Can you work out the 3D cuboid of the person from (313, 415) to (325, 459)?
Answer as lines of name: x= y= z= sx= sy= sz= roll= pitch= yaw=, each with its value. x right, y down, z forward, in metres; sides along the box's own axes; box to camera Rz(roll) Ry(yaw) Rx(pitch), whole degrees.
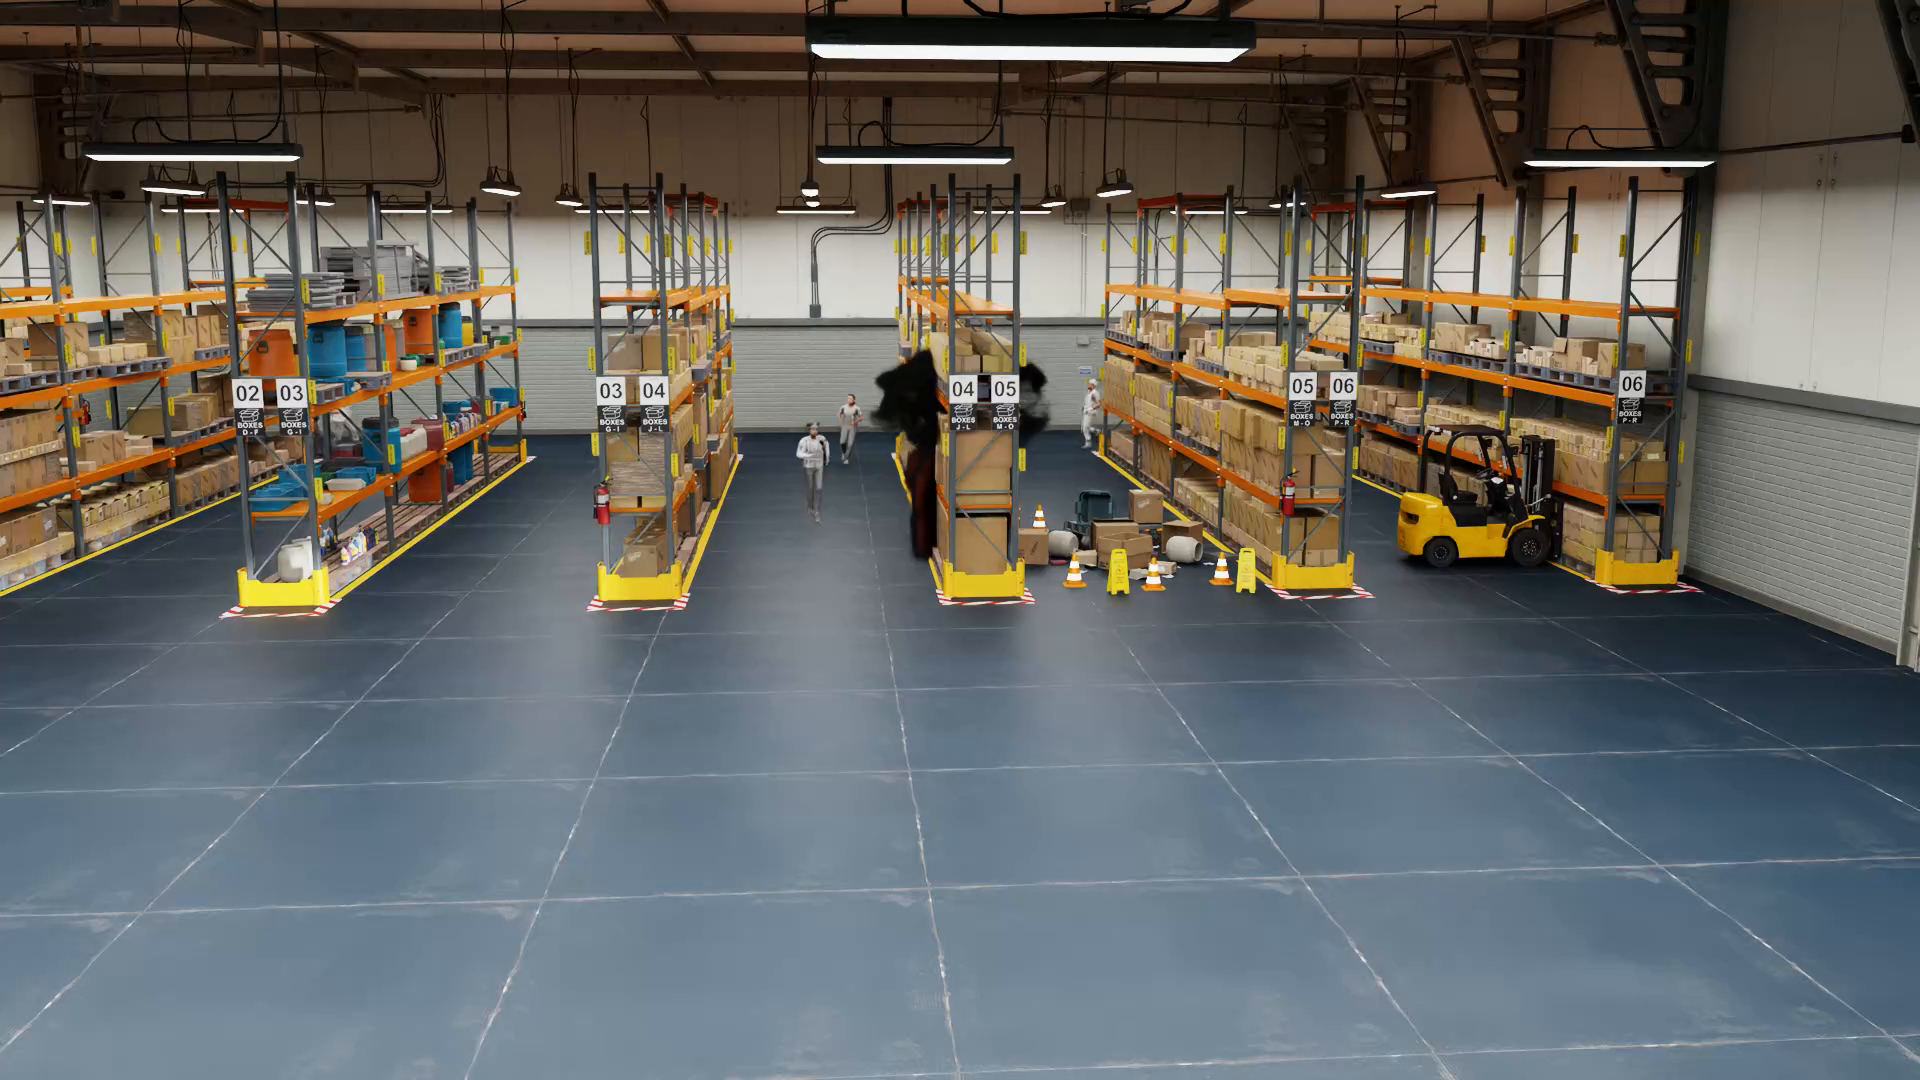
person: x=-15.500 y=-2.803 z=39.680 sx=0.716 sy=1.773 sz=0.686 roll=0 pitch=10 yaw=-1

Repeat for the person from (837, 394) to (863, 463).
person: x=-2.565 y=-2.576 z=38.618 sx=0.601 sy=1.613 sz=0.505 roll=1 pitch=10 yaw=4

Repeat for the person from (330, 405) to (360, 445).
person: x=-14.662 y=-2.807 z=39.458 sx=0.967 sy=1.792 sz=0.690 roll=4 pitch=11 yaw=23

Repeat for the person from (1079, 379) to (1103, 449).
person: x=3.323 y=-3.153 z=41.565 sx=0.627 sy=1.741 sz=0.656 roll=-3 pitch=10 yaw=-15

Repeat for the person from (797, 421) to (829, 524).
person: x=-2.571 y=-1.211 z=29.222 sx=0.637 sy=1.791 sz=0.788 roll=-3 pitch=11 yaw=-18
